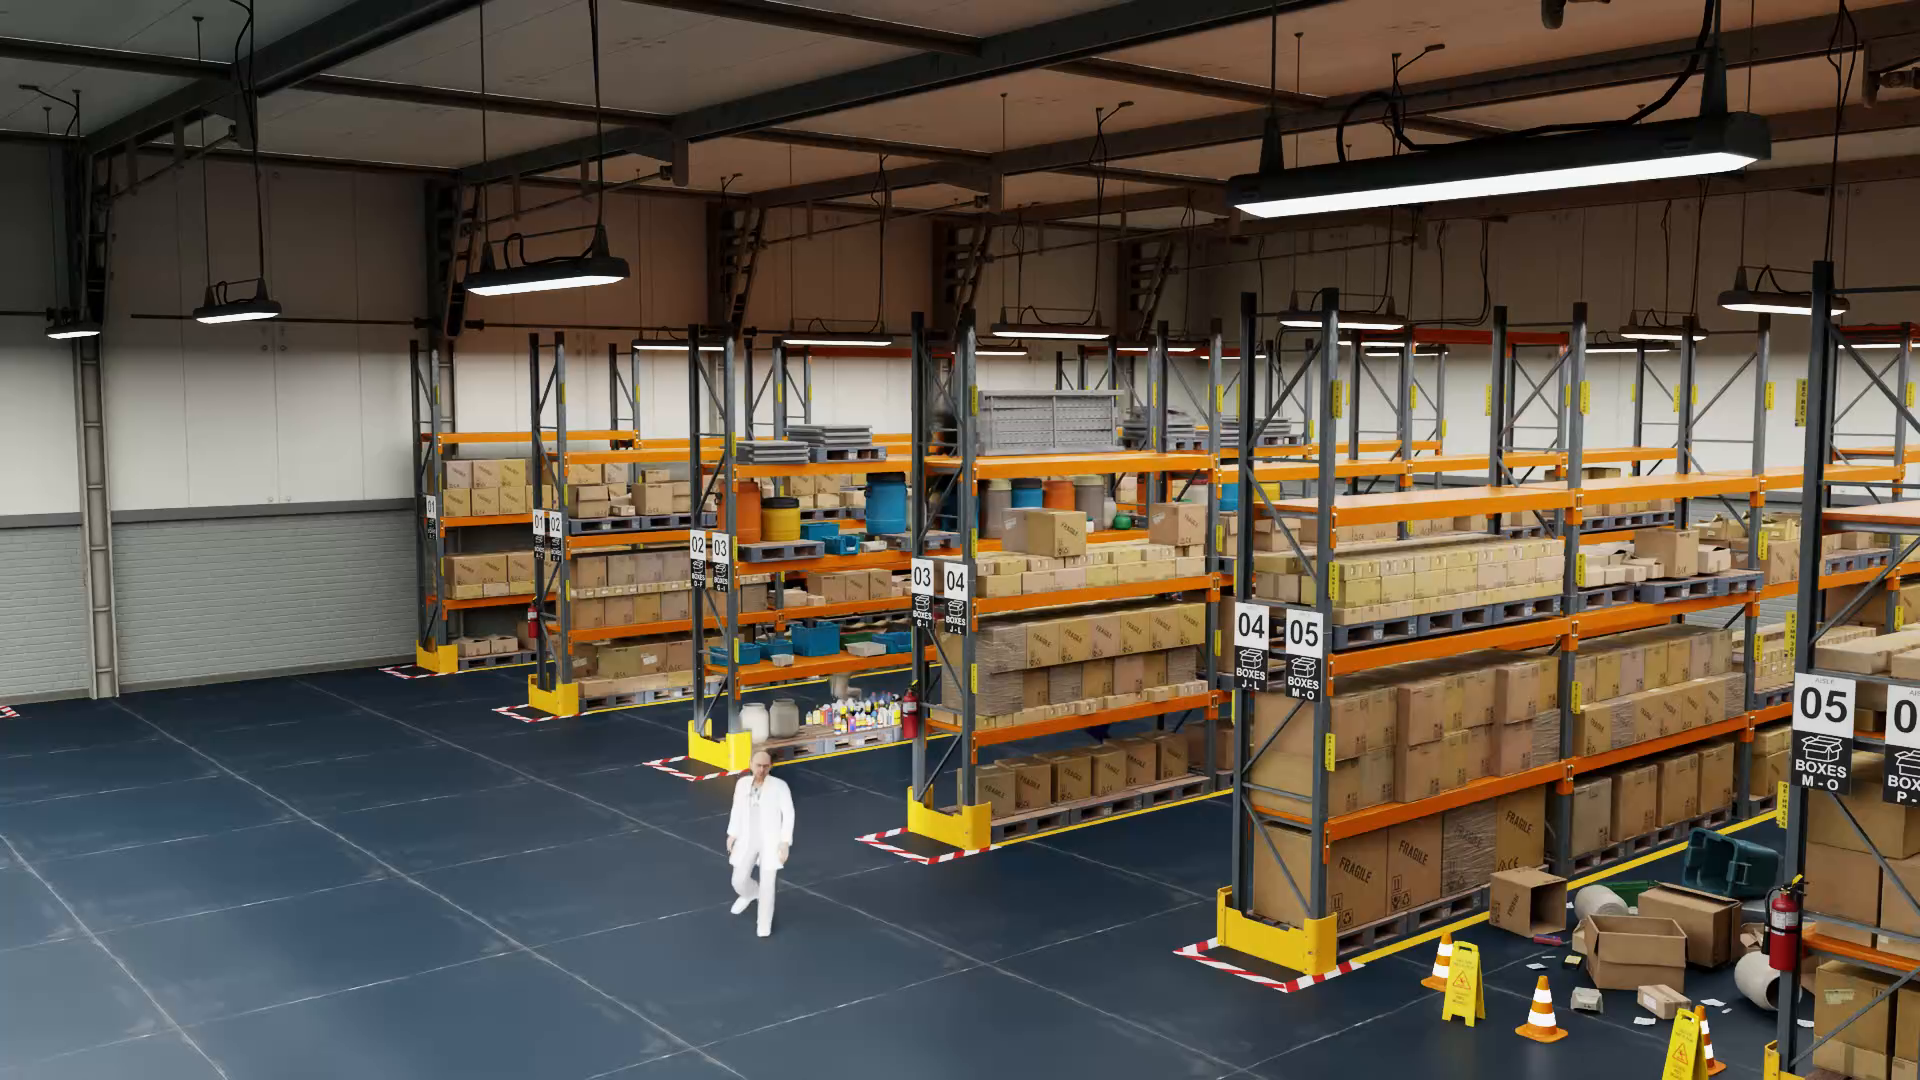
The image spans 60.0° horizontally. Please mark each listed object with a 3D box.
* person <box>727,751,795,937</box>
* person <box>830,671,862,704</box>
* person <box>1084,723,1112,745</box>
[{"bbox_3d":[-1.873,2.838,15.738,0.745,1.744,0.725,1,5,12],"label":"person"},{"bbox_3d":[-1.883,2.012,25.945,0.679,1.541,0.935,4,7,39],"label":"person"},{"bbox_3d":[1.963,2.269,22.800,0.540,1.605,0.664,-1,5,-15],"label":"person"}]
